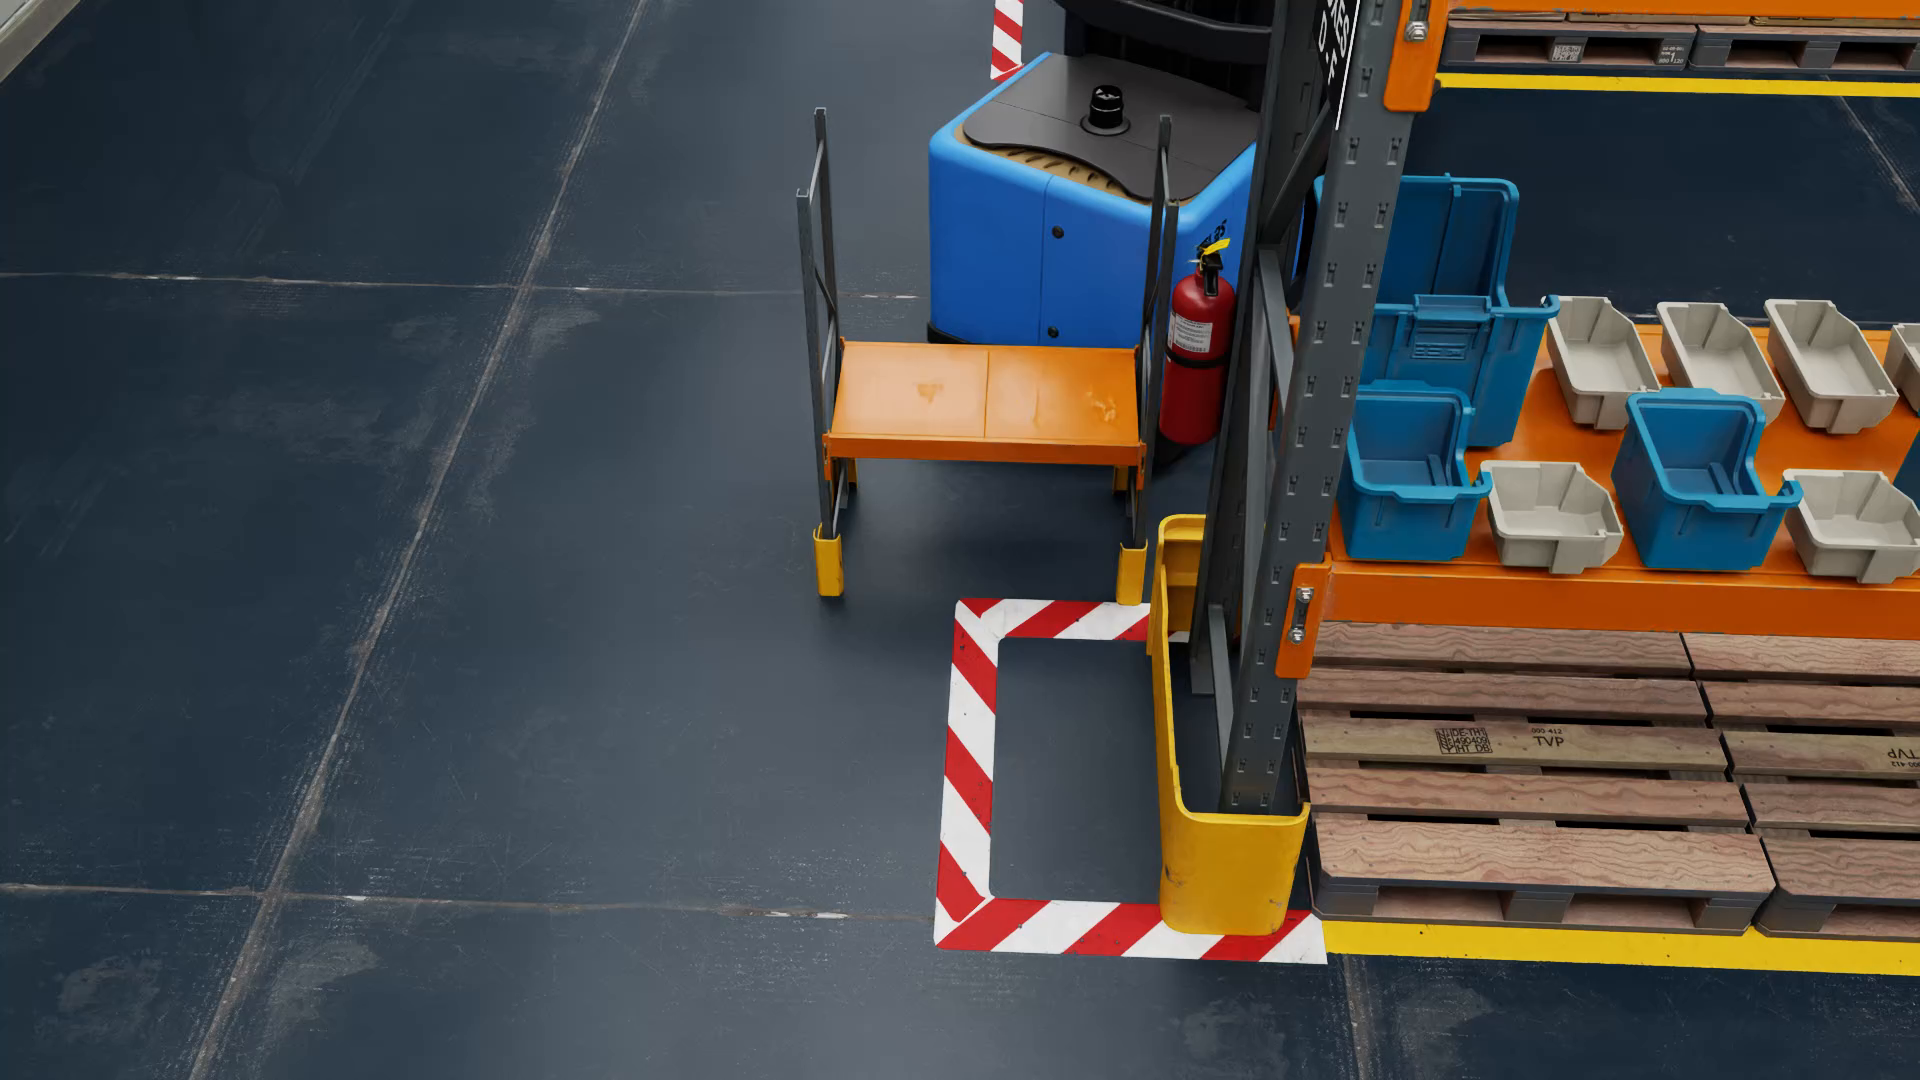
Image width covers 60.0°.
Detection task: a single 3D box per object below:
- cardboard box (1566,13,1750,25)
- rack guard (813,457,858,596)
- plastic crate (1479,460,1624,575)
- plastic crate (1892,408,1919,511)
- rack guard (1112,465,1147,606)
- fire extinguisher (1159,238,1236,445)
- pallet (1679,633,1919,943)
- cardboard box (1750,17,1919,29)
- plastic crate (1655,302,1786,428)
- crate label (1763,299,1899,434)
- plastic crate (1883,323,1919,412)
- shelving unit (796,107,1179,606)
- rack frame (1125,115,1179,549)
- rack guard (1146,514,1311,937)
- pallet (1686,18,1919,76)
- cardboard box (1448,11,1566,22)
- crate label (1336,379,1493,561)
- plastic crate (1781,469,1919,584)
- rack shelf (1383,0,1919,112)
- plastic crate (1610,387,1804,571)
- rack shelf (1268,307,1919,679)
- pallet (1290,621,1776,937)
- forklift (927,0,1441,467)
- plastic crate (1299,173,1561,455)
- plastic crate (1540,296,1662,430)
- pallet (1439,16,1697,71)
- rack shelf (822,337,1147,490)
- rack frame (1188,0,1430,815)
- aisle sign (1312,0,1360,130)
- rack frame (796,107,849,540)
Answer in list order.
[{"bbox_3d":[3.442,-3.145,8.176,0.875,0.875,0.875,2,43,2],"label":"cardboard box"},{"bbox_3d":[-0.421,-0.104,5.679,0.087,0.250,0.587,2,43,2],"label":"rack guard"},{"bbox_3d":[1.327,-0.044,3.746,0.298,0.136,0.250,2,43,2],"label":"plastic crate"},{"bbox_3d":[2.325,-0.105,3.741,0.300,0.233,0.416,2,43,2],"label":"plastic crate"},{"bbox_3d":[0.574,-0.074,5.646,0.087,0.250,0.587,2,43,2],"label":"rack guard"},{"bbox_3d":[0.648,-0.566,4.487,0.183,0.674,0.296,2,43,2],"label":"fire extinguisher"},{"bbox_3d":[2.816,0.695,4.849,1.213,0.211,1.003,2,43,2],"label":"pallet"},{"bbox_3d":[4.341,-3.117,8.146,0.875,0.875,0.875,2,43,2],"label":"cardboard box"},{"bbox_3d":[1.890,-0.421,4.151,0.243,0.136,0.396,2,43,2],"label":"plastic crate"},{"bbox_3d":[2.169,-0.429,4.160,0.243,0.136,0.396,2,43,2],"label":"crate label"},{"bbox_3d":[2.466,-0.433,4.164,0.250,0.136,0.298,2,43,2],"label":"plastic crate"},{"bbox_3d":[0.076,-0.547,5.236,1.083,1.500,0.587,2,43,2],"label":"shelving unit"},{"bbox_3d":[0.593,-0.531,5.219,0.032,1.500,0.500,2,43,2],"label":"rack frame"},{"bbox_3d":[0.753,0.506,4.840,0.348,0.500,1.175,2,43,2],"label":"rack guard"},{"bbox_3d":[4.241,-2.722,8.518,1.213,0.211,1.003,2,43,2],"label":"pallet"},{"bbox_3d":[2.553,-3.172,8.205,0.875,0.875,0.875,2,43,2],"label":"cardboard box"},{"bbox_3d":[1.010,-0.145,3.784,0.303,0.233,0.416,2,43,2],"label":"crate label"},{"bbox_3d":[2.004,-0.023,3.723,0.298,0.136,0.250,2,43,2],"label":"plastic crate"},{"bbox_3d":[2.776,-1.189,3.153,4.000,0.370,1.077,2,43,2],"label":"rack shelf"},{"bbox_3d":[1.668,-0.125,3.762,0.300,0.233,0.416,2,43,2],"label":"plastic crate"},{"bbox_3d":[2.776,-0.092,4.176,4.000,0.370,1.077,2,43,2],"label":"rack shelf"},{"bbox_3d":[1.600,0.656,4.891,1.213,0.211,1.003,2,43,2],"label":"pallet"},{"bbox_3d":[1.113,-2.306,6.075,1.130,2.935,3.031,24,48,24],"label":"forklift"},{"bbox_3d":[1.121,-0.568,4.089,0.499,0.435,0.616,2,43,2],"label":"plastic crate"},{"bbox_3d":[1.601,-0.440,4.171,0.243,0.136,0.396,2,43,2],"label":"plastic crate"},{"bbox_3d":[3.019,-2.758,8.556,1.213,0.211,1.003,2,43,2],"label":"pallet"},{"bbox_3d":[0.085,-0.415,5.359,1.000,0.185,0.538,2,43,2],"label":"rack shelf"},{"bbox_3d":[0.778,-0.416,3.996,0.127,3.000,1.000,2,43,2],"label":"rack frame"},{"bbox_3d":[0.693,-1.167,2.895,0.004,0.787,0.394,2,43,2],"label":"aisle sign"},{"bbox_3d":[-0.423,-0.562,5.253,0.032,1.500,0.500,2,43,2],"label":"rack frame"}]
